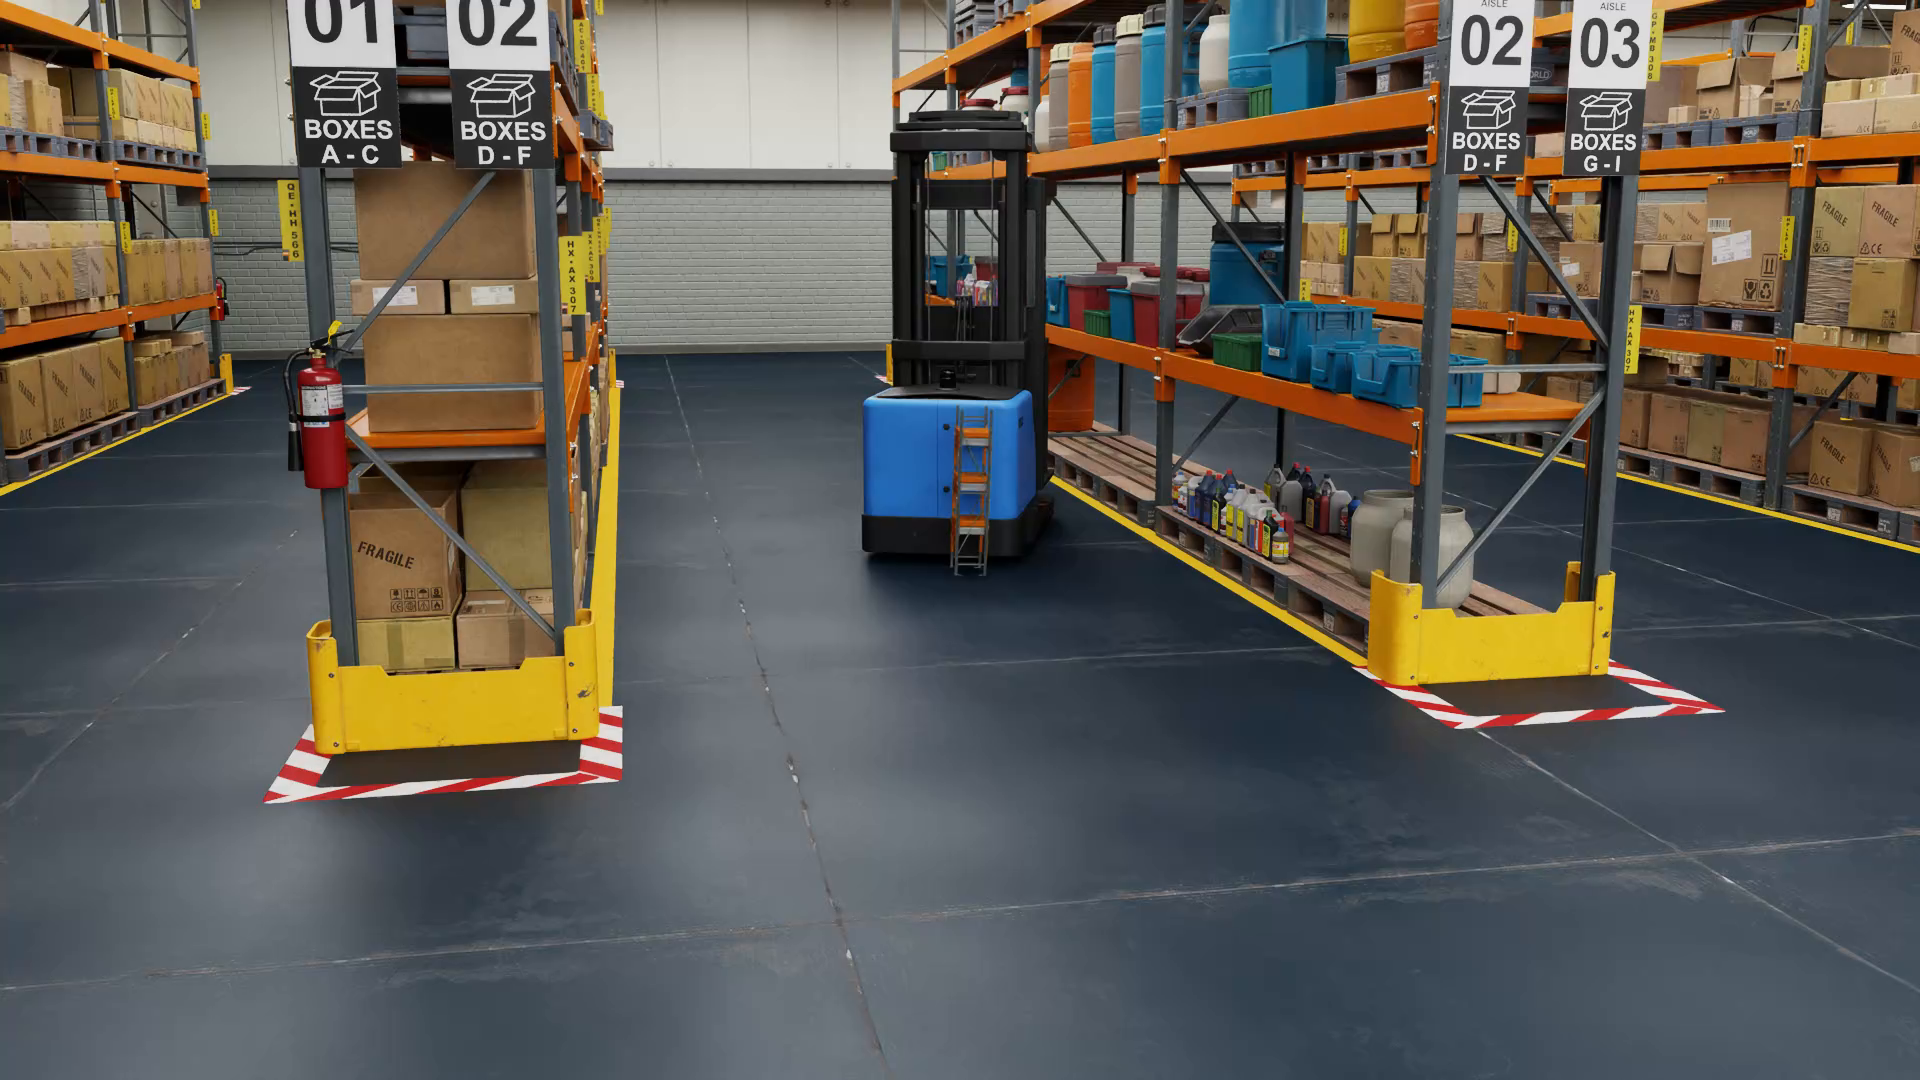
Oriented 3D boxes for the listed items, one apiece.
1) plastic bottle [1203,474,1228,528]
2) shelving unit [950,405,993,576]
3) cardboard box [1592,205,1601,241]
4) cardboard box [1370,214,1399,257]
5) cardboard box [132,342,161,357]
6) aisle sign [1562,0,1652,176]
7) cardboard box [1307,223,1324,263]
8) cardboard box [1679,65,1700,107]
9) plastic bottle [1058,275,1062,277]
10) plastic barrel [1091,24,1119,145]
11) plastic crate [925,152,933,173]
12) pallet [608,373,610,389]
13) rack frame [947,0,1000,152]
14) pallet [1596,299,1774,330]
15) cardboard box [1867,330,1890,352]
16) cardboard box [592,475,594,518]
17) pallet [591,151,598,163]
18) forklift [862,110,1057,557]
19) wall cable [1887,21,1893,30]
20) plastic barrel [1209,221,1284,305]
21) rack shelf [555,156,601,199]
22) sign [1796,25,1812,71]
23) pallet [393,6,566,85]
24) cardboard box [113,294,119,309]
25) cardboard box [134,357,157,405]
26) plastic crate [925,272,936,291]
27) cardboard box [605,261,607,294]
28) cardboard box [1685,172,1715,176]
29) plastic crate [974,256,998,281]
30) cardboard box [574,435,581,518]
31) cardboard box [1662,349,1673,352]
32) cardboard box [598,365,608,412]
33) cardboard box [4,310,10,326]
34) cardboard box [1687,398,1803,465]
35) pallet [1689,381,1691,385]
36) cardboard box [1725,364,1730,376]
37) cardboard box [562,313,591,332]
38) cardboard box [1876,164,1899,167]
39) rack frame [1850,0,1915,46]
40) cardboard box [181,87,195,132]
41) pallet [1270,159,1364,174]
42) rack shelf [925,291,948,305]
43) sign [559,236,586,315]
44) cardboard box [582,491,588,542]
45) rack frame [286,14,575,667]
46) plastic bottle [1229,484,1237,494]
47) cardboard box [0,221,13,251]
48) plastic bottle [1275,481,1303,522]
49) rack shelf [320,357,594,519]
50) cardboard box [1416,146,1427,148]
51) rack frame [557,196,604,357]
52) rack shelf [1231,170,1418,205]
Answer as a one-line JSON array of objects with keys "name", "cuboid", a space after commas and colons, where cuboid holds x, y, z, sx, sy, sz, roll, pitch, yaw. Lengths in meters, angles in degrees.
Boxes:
[{"name": "plastic bottle", "cuboid": [1.692, -0.260, 10.949, 0.144, 0.351, 0.185, -3, 11, -13]}, {"name": "shelving unit", "cuboid": [0.070, -0.314, 10.515, 0.215, 1.050, 0.252, 1, 11, -7]}, {"name": "cardboard box", "cuboid": [9.326, -4.492, 23.537, 0.500, 0.500, 0.500, -2, 11, -12]}, {"name": "cardboard box", "cuboid": [5.340, -3.616, 19.720, 0.797, 0.503, 0.637, -2, 11, -12]}, {"name": "cardboard box", "cuboid": [-9.301, -2.157, 18.837, 0.380, 0.149, 0.250, -2, 11, -9]}, {"name": "aisle sign", "cuboid": [2.985, -2.084, 7.671, 0.394, 0.787, 0.004, -2, 11, -11]}, {"name": "cardboard box", "cuboid": [4.763, -3.798, 21.229, 0.500, 0.500, 0.500, -2, 11, -10]}, {"name": "cardboard box", "cuboid": [6.516, -3.962, 14.862, 0.500, 0.500, 0.500, -2, 11, -10]}, {"name": "plastic bottle", "cuboid": [1.064, -2.627, 17.611, 0.144, 0.351, 0.185, -2, 11, -11]}, {"name": "plastic barrel", "cuboid": [1.339, -3.588, 13.164, 0.600, 0.901, 0.708, -2, 11, -11]}, {"name": "plastic crate", "cuboid": [-0.300, -4.742, 20.881, 0.437, 0.282, 0.530, -2, 11, -11]}, {"name": "pallet", "cuboid": [-5.117, -2.034, 21.822, 1.003, 0.211, 1.213, -2, 11, -11]}, {"name": "rack frame", "cuboid": [0.350, -5.958, 18.930, 1.000, 3.000, 0.127, -2, 11, -11]}, {"name": "pallet", "cuboid": [6.411, -2.001, 14.701, 1.003, 0.211, 1.213, -2, 11, -11]}, {"name": "cardboard box", "cuboid": [6.680, -1.413, 11.769, 0.380, 0.149, 0.250, -2, 11, -11]}, {"name": "cardboard box", "cuboid": [-2.789, -0.302, 11.493, 0.500, 0.250, 0.500, -2, 11, -12]}, {"name": "pallet", "cuboid": [-4.247, -3.900, 16.644, 1.213, 0.211, 1.003, -2, 11, -11]}, {"name": "forklift", "cuboid": [0.104, -1.556, 12.031, 1.130, 2.935, 3.031, 2, 11, 9]}, {"name": "wall cable", "cuboid": [19.177, -11.227, 31.739, 2.988, 3.039, 0.133, -2, 11, -11]}, {"name": "plastic barrel", "cuboid": [2.128, -1.871, 12.165, 0.600, 0.901, 0.708, -2, 11, -11]}, {"name": "rack shelf", "cuboid": [-4.121, -3.584, 16.408, 1.077, 0.370, 4.000, -2, 11, -11]}, {"name": "sign", "cuboid": [6.220, -3.623, 12.253, 0.100, 0.325, 0.005, -2, 11, -11]}, {"name": "pallet", "cuboid": [-2.288, -2.191, 7.399, 1.003, 0.211, 1.213, -2, 11, -11]}, {"name": "cardboard box", "cuboid": [-9.025, -2.485, 17.348, 0.380, 0.149, 0.250, -2, 11, -10]}, {"name": "cardboard box", "cuboid": [-9.413, -1.769, 18.532, 0.700, 0.500, 0.500, -2, 11, -10]}, {"name": "plastic crate", "cuboid": [-0.389, -3.338, 21.496, 0.416, 0.233, 0.300, -2, 11, -11]}, {"name": "cardboard box", "cuboid": [-4.738, -3.355, 21.032, 0.500, 0.500, 0.500, -2, 11, -11]}, {"name": "cardboard box", "cuboid": [9.733, -4.832, 21.442, 0.500, 0.250, 0.500, -2, 11, -10]}, {"name": "plastic crate", "cuboid": [0.422, -3.244, 20.387, 0.402, 0.464, 0.583, -2, 11, -11]}, {"name": "cardboard box", "cuboid": [-2.462, -0.327, 9.617, 0.500, 0.500, 0.500, -2, 11, -11]}, {"name": "cardboard box", "cuboid": [9.625, -2.597, 22.229, 0.380, 0.149, 0.250, -2, 11, -12]}, {"name": "cardboard box", "cuboid": [-3.948, -1.556, 17.359, 0.500, 0.500, 0.500, -2, 11, -10]}, {"name": "cardboard box", "cuboid": [-8.467, -1.918, 14.371, 0.380, 0.149, 0.250, -2, 11, -10]}, {"name": "cardboard box", "cuboid": [6.591, -0.913, 13.980, 0.700, 0.500, 0.500, -2, 11, -11]}, {"name": "pallet", "cuboid": [9.687, -2.329, 23.366, 1.003, 0.211, 1.213, -2, 11, -11]}, {"name": "cardboard box", "cuboid": [10.337, -2.237, 21.927, 0.380, 0.149, 0.250, -3, 11, -13]}, {"name": "cardboard box", "cuboid": [-3.286, -1.819, 13.903, 0.380, 0.149, 0.250, -2, 11, -11]}, {"name": "cardboard box", "cuboid": [10.401, -4.328, 18.124, 0.500, 0.500, 0.500, -2, 11, -11]}, {"name": "rack frame", "cuboid": [14.151, -7.232, 25.624, 1.000, 3.000, 0.127, -2, 11, -11]}, {"name": "cardboard box", "cuboid": [-9.736, -5.283, 20.414, 0.500, 0.500, 0.500, -2, 11, -11]}, {"name": "pallet", "cuboid": [4.825, -4.994, 22.128, 1.003, 0.211, 1.213, -2, 11, -11]}, {"name": "rack shelf", "cuboid": [-0.039, -3.024, 21.485, 1.077, 0.370, 4.000, -2, 11, -11]}, {"name": "sign", "cuboid": [-1.630, -1.113, 6.997, 0.100, 0.325, 0.005, -2, 11, -11]}, {"name": "cardboard box", "cuboid": [-2.649, -0.142, 10.652, 0.500, 0.250, 0.500, -2, 11, -11]}, {"name": "rack frame", "cuboid": [-2.176, -0.630, 6.985, 1.000, 3.000, 0.127, -2, 11, -11]}, {"name": "plastic bottle", "cuboid": [1.802, -0.234, 11.022, 0.097, 0.271, 0.097, 0, 11, 0]}, {"name": "cardboard box", "cuboid": [-8.431, -2.588, 14.149, 0.500, 0.250, 0.500, -2, 11, -10]}, {"name": "plastic bottle", "cuboid": [2.211, -0.268, 11.192, 0.152, 0.276, 0.135, -2, 11, -11]}, {"name": "rack shelf", "cuboid": [-2.565, -0.644, 8.979, 1.077, 0.370, 4.000, -2, 11, -11]}, {"name": "cardboard box", "cuboid": [5.351, -4.468, 18.677, 0.380, 0.149, 0.250, -3, 11, -13]}, {"name": "rack frame", "cuboid": [-4.510, -2.831, 18.548, 1.000, 3.000, 0.127, -2, 11, -11]}, {"name": "rack shelf", "cuboid": [4.819, -4.678, 22.151, 1.077, 0.370, 4.000, -2, 11, -11]}]
